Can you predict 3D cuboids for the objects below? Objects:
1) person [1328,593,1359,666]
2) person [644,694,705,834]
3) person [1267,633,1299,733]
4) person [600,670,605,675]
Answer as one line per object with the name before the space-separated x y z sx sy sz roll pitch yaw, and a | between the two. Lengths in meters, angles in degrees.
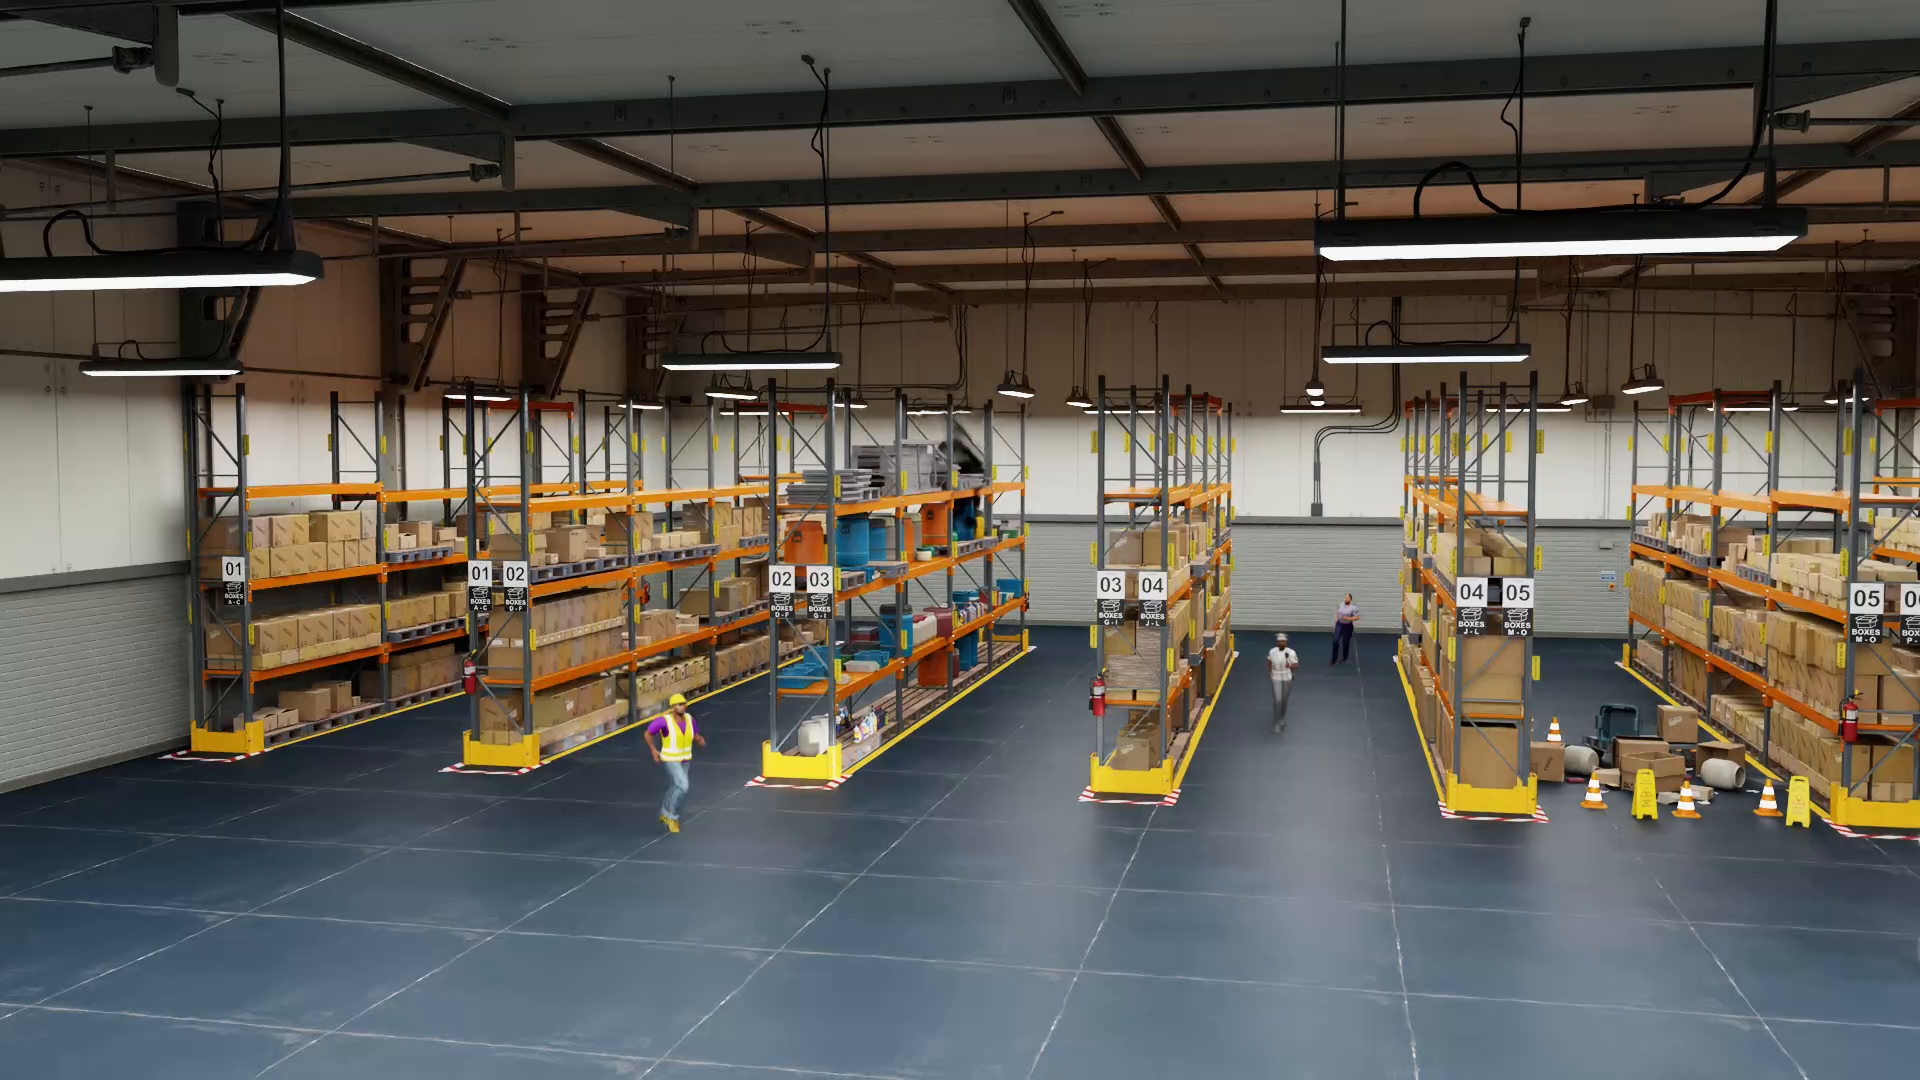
person | 8.811 2.039 37.910 0.640 1.684 0.769 2 4 30
person | -3.665 2.889 21.623 0.748 1.802 0.687 3 4 39
person | 5.674 2.499 29.210 0.550 1.762 0.770 0 3 8
person | -7.211 2.304 33.014 0.574 1.738 0.754 1 3 15
